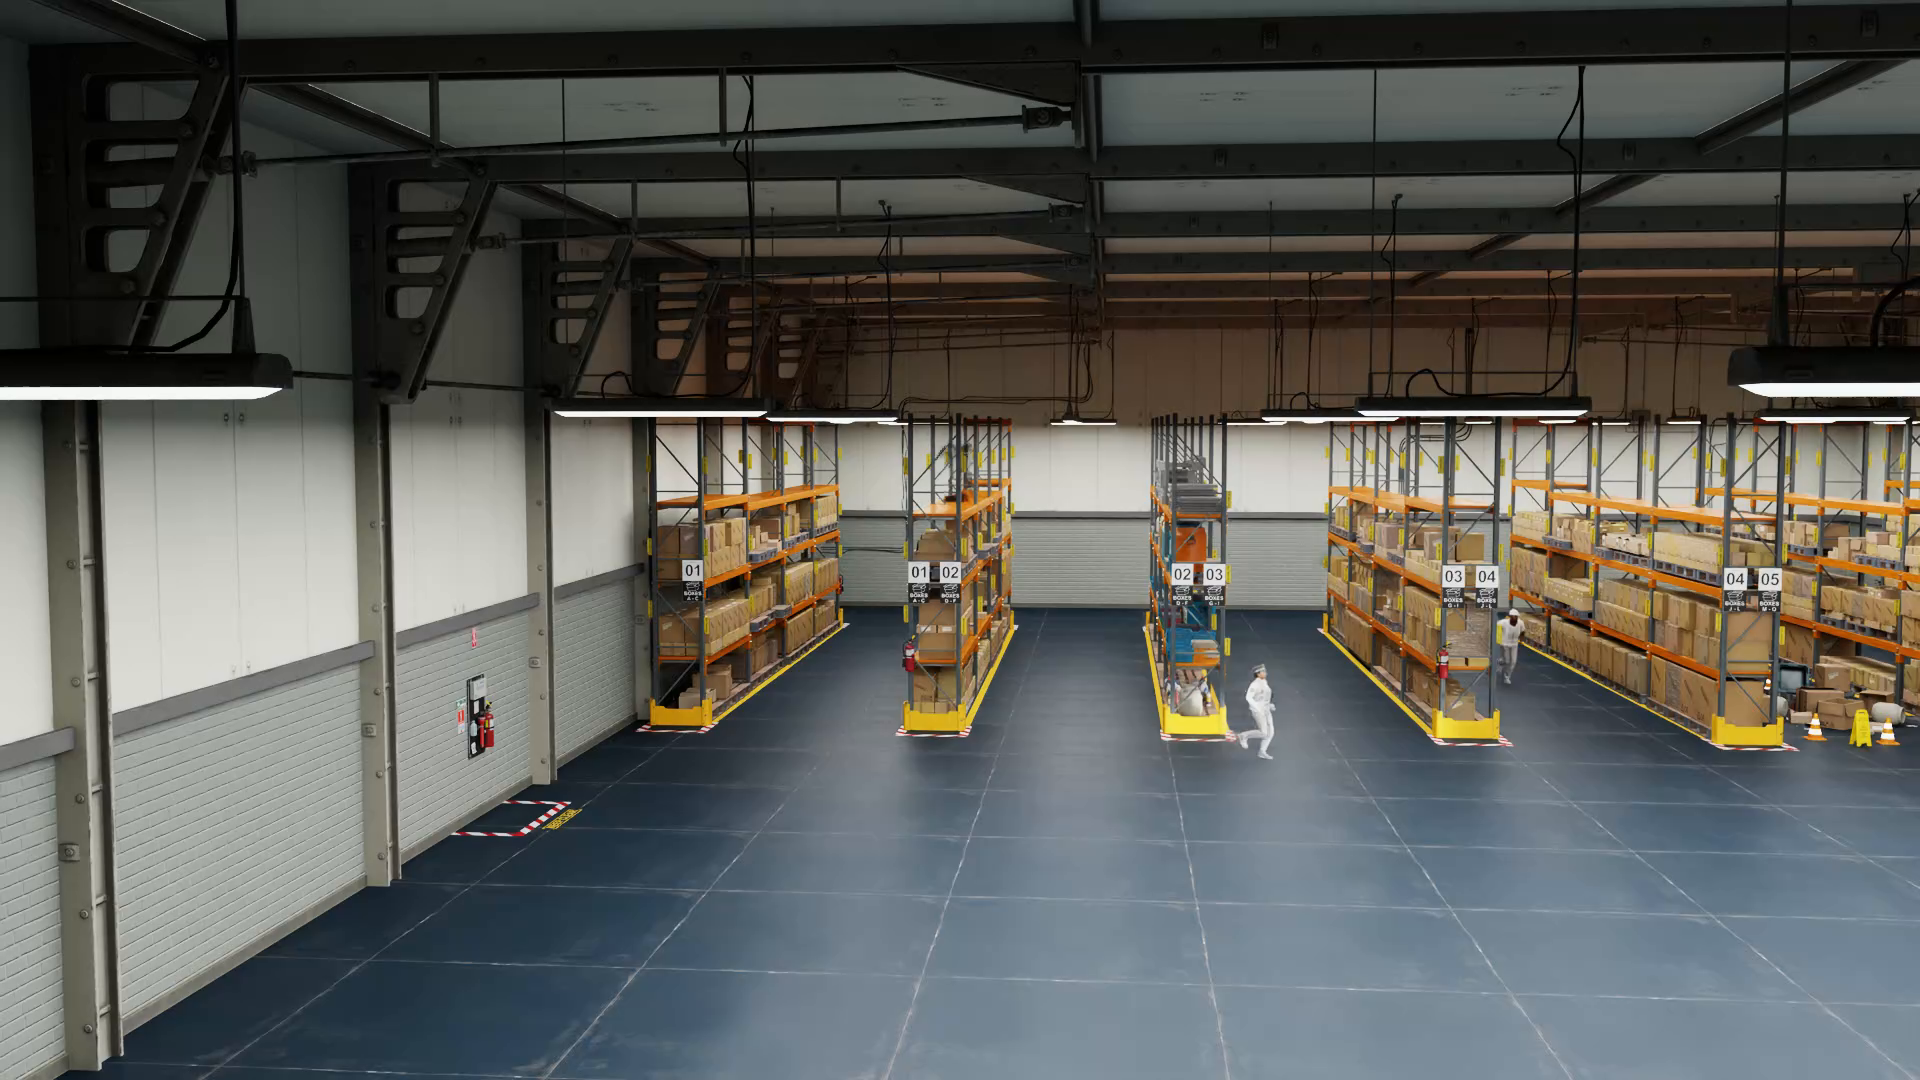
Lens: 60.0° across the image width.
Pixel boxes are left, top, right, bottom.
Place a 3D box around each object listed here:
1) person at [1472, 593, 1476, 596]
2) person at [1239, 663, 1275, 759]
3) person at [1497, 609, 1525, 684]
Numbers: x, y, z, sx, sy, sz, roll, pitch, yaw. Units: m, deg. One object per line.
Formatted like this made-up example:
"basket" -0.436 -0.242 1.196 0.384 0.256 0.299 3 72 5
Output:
"person" 14.749 1.718 47.042 0.717 1.845 0.654 -3 5 -41
"person" 5.185 2.963 28.912 0.615 1.661 0.630 3 5 36
"person" 12.363 2.379 37.465 0.697 1.693 0.840 -1 4 -8
